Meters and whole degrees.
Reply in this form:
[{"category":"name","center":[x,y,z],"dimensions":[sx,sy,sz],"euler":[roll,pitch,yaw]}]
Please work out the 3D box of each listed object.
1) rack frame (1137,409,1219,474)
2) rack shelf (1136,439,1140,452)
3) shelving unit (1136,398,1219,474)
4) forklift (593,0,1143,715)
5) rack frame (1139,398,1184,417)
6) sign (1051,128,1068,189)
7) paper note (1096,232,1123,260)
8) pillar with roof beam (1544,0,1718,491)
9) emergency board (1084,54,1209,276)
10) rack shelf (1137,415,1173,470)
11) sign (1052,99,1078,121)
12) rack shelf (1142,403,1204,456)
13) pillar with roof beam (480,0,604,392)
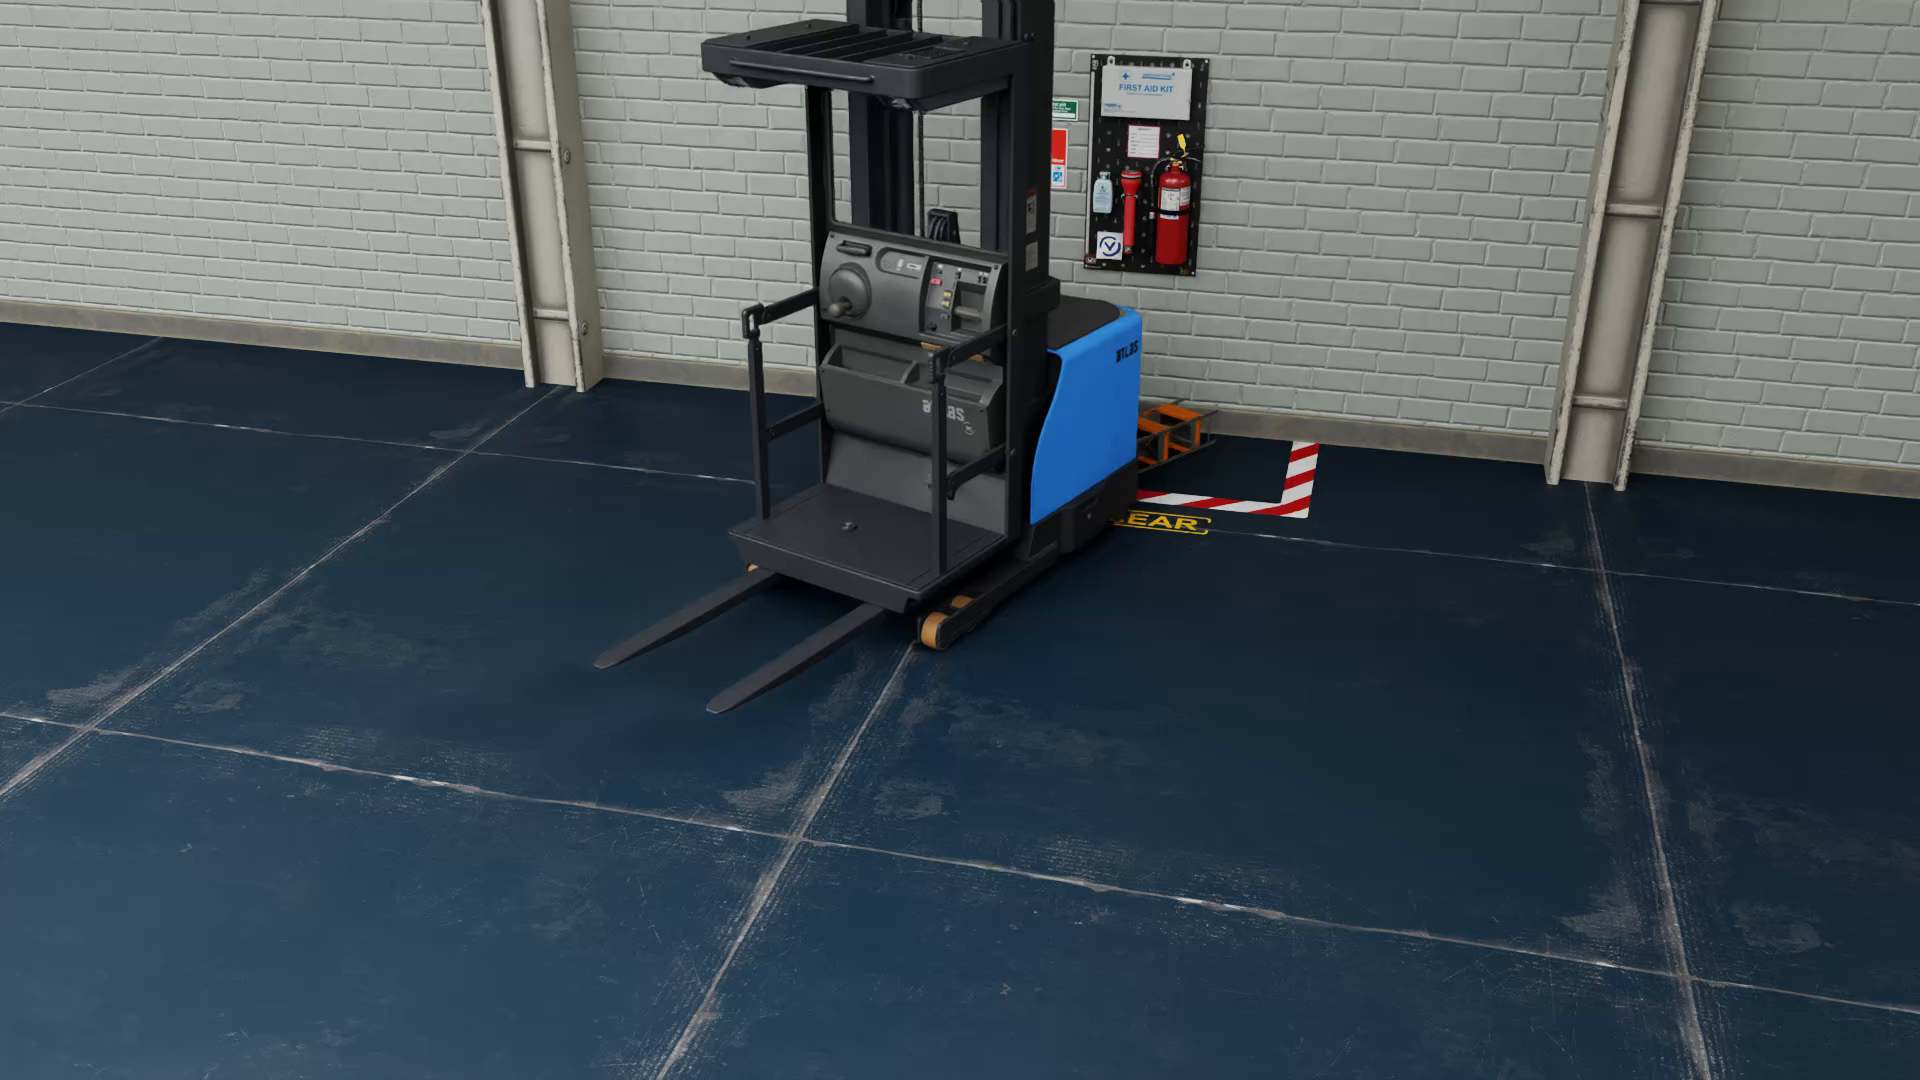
[{"category":"rack frame","center":[1.076,-0.492,9.014],"dimensions":[0.008,0.200,1.050],"euler":[23,33,39]},{"category":"rack shelf","center":[0.786,-0.447,8.904],"dimensions":[0.240,0.215,0.259],"euler":[23,33,39]},{"category":"shelving unit","center":[0.989,-0.530,9.091],"dimensions":[0.252,0.215,1.050],"euler":[23,33,39]},{"category":"forklift","center":[-0.343,-1.076,7.101],"dimensions":[1.130,2.935,3.031],"euler":[17,30,31]},{"category":"rack frame","center":[0.903,-0.567,9.169],"dimensions":[0.008,0.200,1.050],"euler":[23,33,39]},{"category":"sign","center":[0.473,-2.097,9.124],"dimensions":[0.234,0.329,0.001],"euler":[6,26,13]},{"category":"paper note","center":[0.829,-1.629,9.207],"dimensions":[0.142,0.148,0.016],"euler":[6,26,13]},{"category":"pillar with roof beam","center":[2.295,-2.615,3.274],"dimensions":[0.400,9.000,9.100],"euler":[6,26,13]},{"category":"emergency board","center":[0.983,-1.979,8.917],"dimensions":[0.643,1.169,0.194],"euler":[6,26,13]},{"category":"rack shelf","center":[0.982,-0.527,9.085],"dimensions":[0.240,0.215,0.259],"euler":[23,33,39]},{"category":"sign","center":[0.475,-2.332,9.001],"dimensions":[0.331,0.109,0.001],"euler":[6,26,13]},{"category":"rack shelf","center":[1.182,-0.608,9.269],"dimensions":[0.240,0.215,0.259],"euler":[23,33,39]},{"category":"pillar with roof beam","center":[-3.516,-3.257,4.623],"dimensions":[0.400,9.000,9.100],"euler":[6,26,13]}]
